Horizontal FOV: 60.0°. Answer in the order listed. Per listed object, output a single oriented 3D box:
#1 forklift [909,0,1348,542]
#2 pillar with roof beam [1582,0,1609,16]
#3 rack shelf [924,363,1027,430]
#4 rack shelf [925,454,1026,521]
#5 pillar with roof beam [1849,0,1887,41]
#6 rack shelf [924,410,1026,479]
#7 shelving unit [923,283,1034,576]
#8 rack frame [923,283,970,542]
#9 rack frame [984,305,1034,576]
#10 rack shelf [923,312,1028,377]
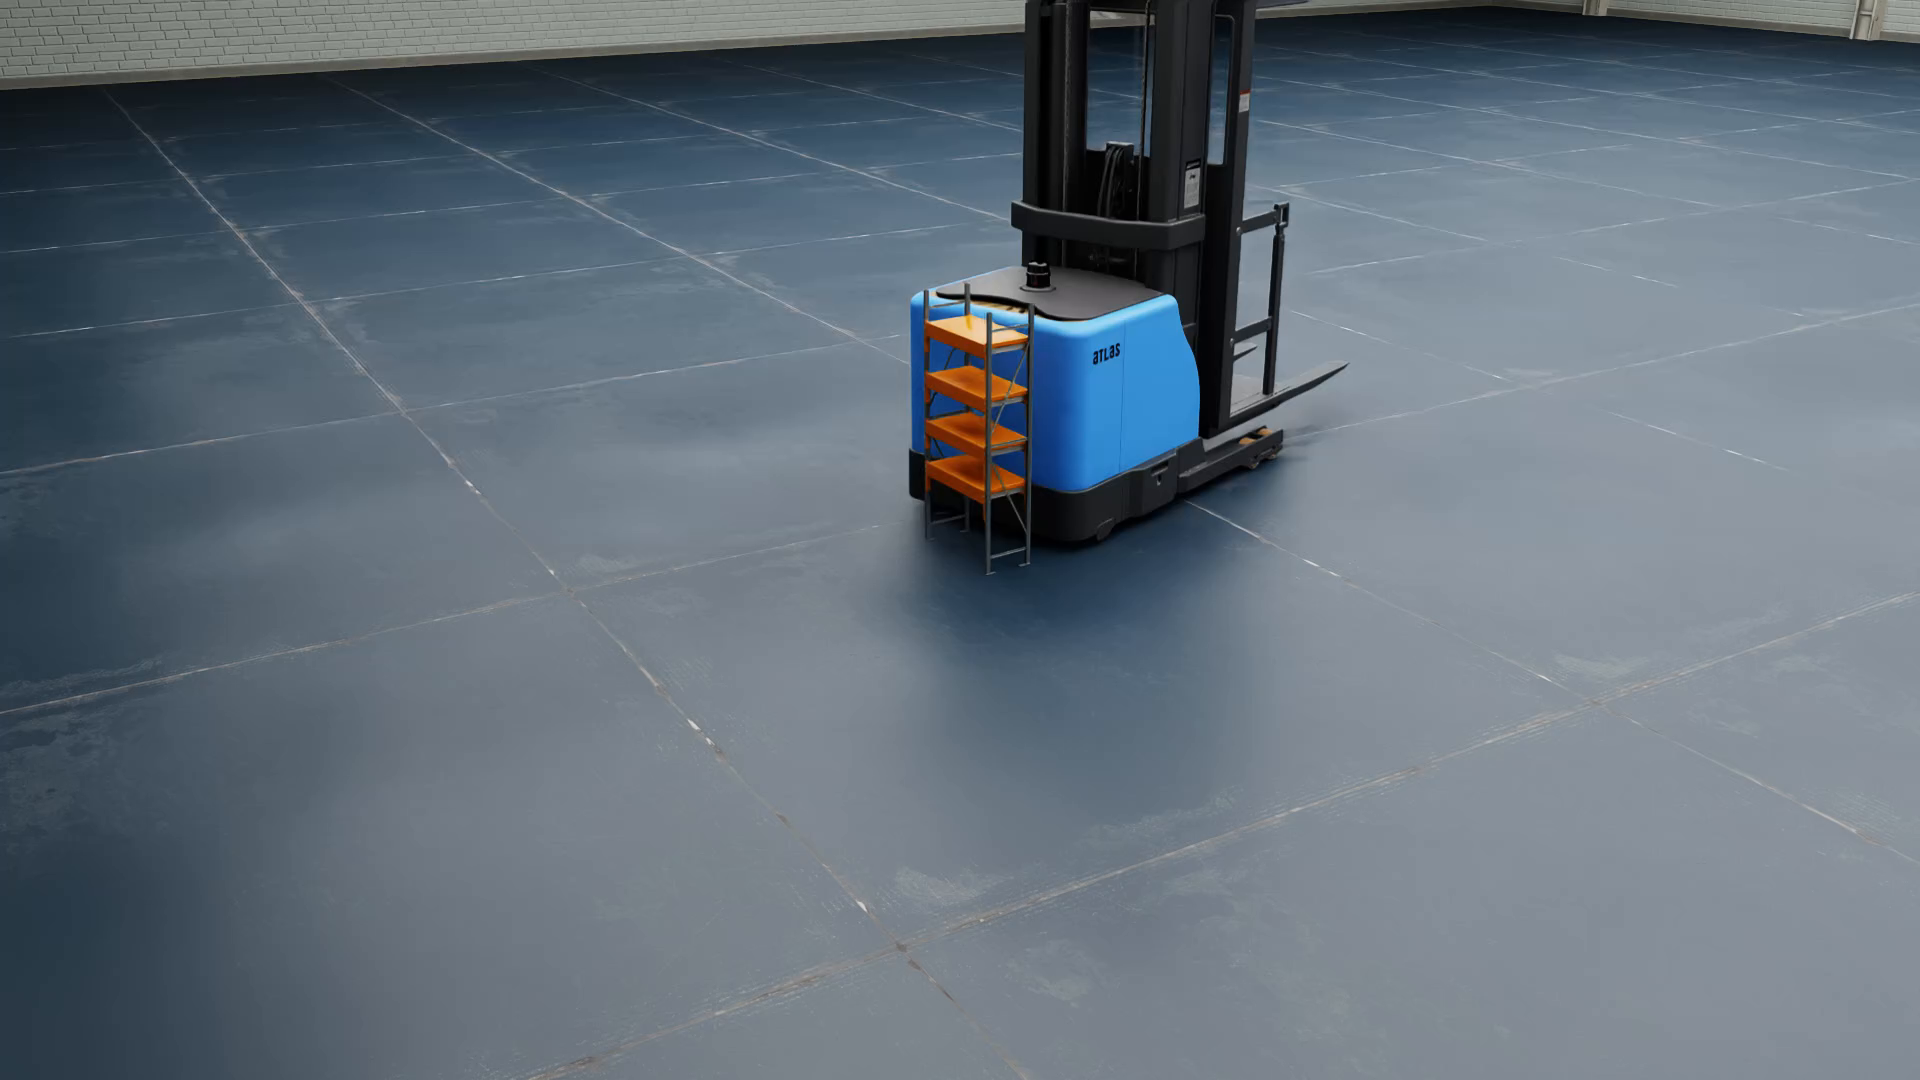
[{"bbox_3d":[1.071,-1.833,8.429,1.130,2.935,3.031,17,28,36],"label":"forklift"},{"bbox_3d":[9.633,-14.364,31.199,9.100,9.000,0.400,-13,25,-28],"label":"pillar with roof beam"},{"bbox_3d":[0.077,-0.642,7.382,0.258,0.148,0.480,-14,26,-31],"label":"rack shelf"},{"bbox_3d":[0.077,-0.251,7.541,0.258,0.148,0.480,-14,26,-31],"label":"rack shelf"},{"bbox_3d":[12.698,-12.422,26.421,9.100,9.000,0.400,-13,25,-28],"label":"pillar with roof beam"},{"bbox_3d":[0.077,-0.435,7.466,0.258,0.148,0.480,-14,26,-31],"label":"rack shelf"},{"bbox_3d":[0.077,-0.497,7.441,0.258,1.200,0.503,-14,26,-31],"label":"shelving unit"},{"bbox_3d":[-0.059,-0.573,7.629,0.240,1.200,0.015,-14,26,-31],"label":"rack frame"},{"bbox_3d":[0.213,-0.421,7.253,0.240,1.200,0.015,-14,26,-31],"label":"rack frame"},{"bbox_3d":[0.077,-0.861,7.293,0.258,0.148,0.480,-14,26,-31],"label":"rack shelf"}]
